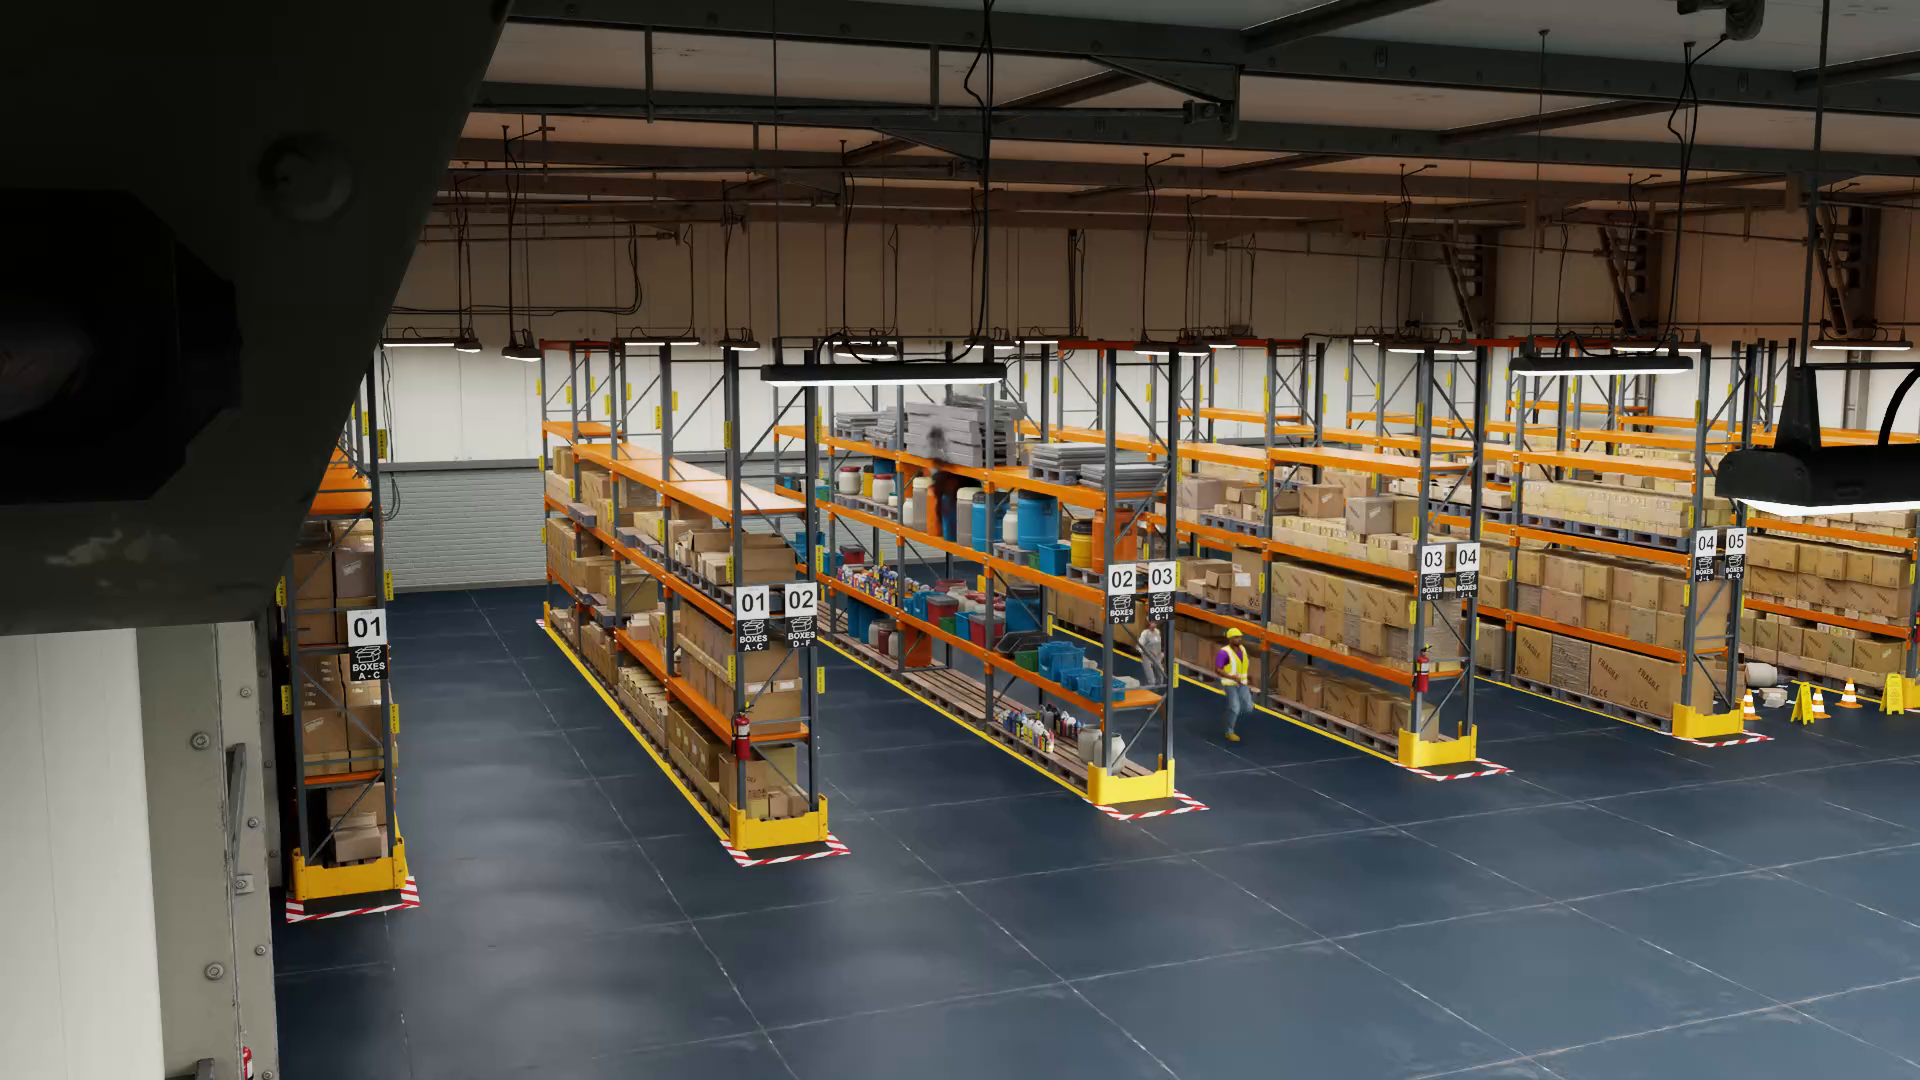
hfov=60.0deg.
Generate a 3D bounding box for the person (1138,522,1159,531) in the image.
[{"bbox_3d":[4.535,0.162,40.910,0.485,1.732,0.735,-7,10,-44],"label":"person"}]

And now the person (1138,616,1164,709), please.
[{"bbox_3d":[3.186,2.016,27.222,0.524,1.558,0.523,-4,9,-29],"label":"person"}]

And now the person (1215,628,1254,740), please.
[{"bbox_3d":[4.201,2.195,25.312,0.698,1.723,0.579,-5,9,-33],"label":"person"}]
